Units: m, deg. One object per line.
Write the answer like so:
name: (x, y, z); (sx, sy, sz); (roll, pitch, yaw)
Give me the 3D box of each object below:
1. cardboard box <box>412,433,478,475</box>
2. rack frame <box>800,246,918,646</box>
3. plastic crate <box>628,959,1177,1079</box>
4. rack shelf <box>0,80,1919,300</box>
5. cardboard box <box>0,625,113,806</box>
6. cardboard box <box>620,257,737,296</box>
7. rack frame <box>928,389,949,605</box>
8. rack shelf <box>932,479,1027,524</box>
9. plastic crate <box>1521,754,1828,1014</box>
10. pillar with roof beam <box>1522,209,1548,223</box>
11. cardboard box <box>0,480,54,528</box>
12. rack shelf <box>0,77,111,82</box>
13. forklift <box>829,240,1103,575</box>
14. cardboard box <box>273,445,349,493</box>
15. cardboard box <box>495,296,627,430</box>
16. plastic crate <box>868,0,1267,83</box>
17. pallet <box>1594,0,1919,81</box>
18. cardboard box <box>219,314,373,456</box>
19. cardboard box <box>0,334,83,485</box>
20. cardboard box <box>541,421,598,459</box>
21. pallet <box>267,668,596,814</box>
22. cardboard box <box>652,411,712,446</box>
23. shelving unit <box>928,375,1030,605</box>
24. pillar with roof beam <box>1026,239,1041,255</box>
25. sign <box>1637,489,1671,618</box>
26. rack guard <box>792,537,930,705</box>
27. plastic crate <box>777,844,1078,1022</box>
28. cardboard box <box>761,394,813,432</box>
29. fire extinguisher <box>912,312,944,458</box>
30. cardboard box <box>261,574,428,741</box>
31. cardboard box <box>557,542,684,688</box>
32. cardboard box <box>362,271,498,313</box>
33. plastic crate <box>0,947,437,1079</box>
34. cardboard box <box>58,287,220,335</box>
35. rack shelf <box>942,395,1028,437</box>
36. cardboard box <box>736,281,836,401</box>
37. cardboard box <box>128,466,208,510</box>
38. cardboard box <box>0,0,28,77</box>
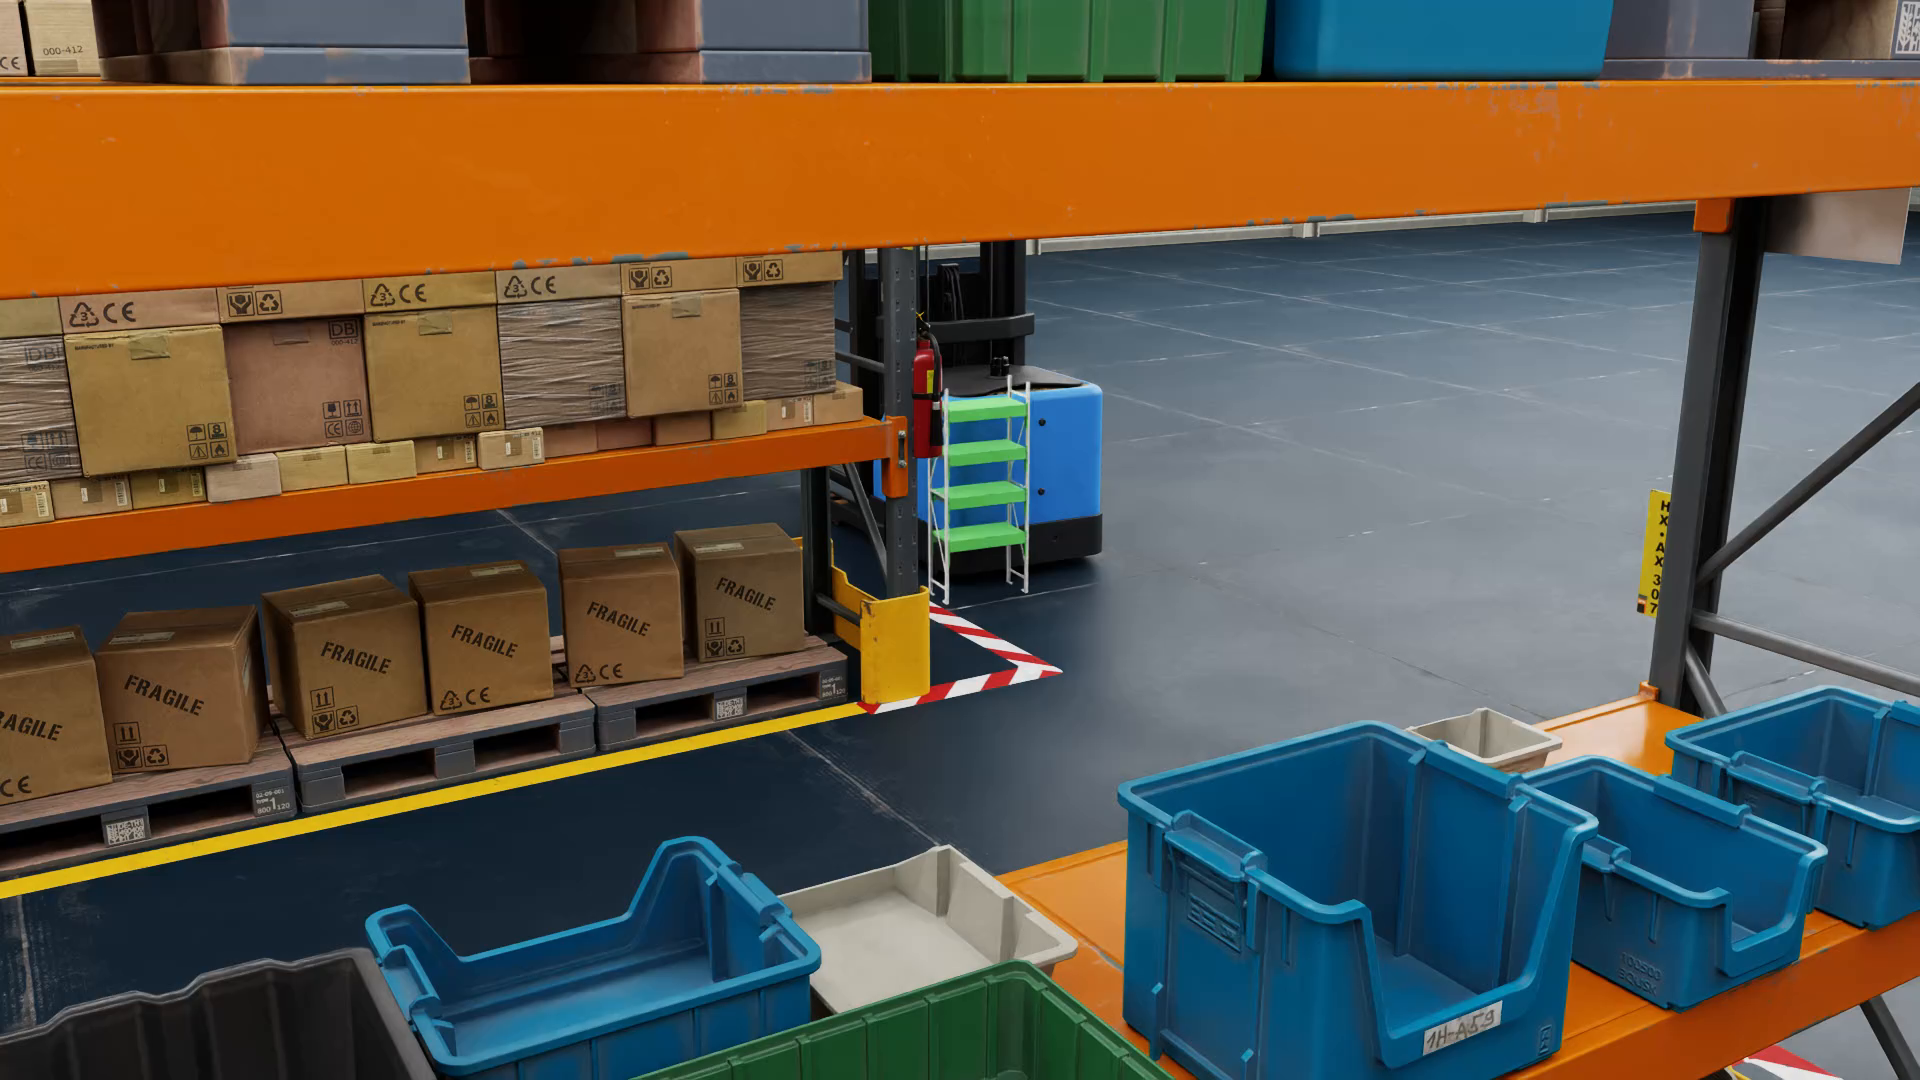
cardboard box: (-2.121, -0.385, 6.692); (0.250, 0.149, 0.380); (-9, 18, -30)
rack frame: (-0.501, -0.845, 7.867); (0.127, 3.000, 1.000); (-9, 18, -30)
plastic crate: (-0.070, 0.836, 2.264); (0.662, 0.188, 0.450); (-9, 18, -30)
rack shelf: (0.335, -0.519, 2.479); (4.000, 0.370, 1.077); (-9, 18, -30)
cardboard box: (-3.566, 0.666, 6.329); (0.500, 0.500, 0.500); (-10, 18, -31)
cardboard box: (-1.271, -1.313, 6.949); (0.500, 0.500, 0.500); (-9, 18, -30)
rack frame: (-0.118, -0.251, 9.082); (0.015, 1.200, 0.240); (-7, 17, -24)
rack shelf: (0.103, -0.217, 9.199); (0.480, 0.148, 0.258); (-7, 17, -24)
plastic crate: (1.215, 0.600, 2.986); (0.408, 0.251, 0.499); (-9, 18, -30)
pillar with roof beam: (13.564, -9.626, 28.078); (0.400, 9.000, 9.100); (-9, 18, -30)
cardboard box: (-3.370, -0.160, 5.889); (0.250, 0.149, 0.380); (-9, 18, -30)
rack shelf: (-2.216, -1.665, 6.567); (4.000, 0.370, 1.077); (-9, 18, -30)
forklift: (-0.295, -1.560, 10.545); (1.130, 2.935, 3.031); (-8, 18, -27)
cardboard box: (-2.532, -0.308, 6.416); (0.250, 0.149, 0.380); (-9, 18, -30)
cardboard box: (-1.804, -0.810, 7.004); (0.500, 0.500, 0.875); (-9, 18, -30)
plastic crate: (0.114, -0.642, 1.977); (0.450, 0.188, 0.336); (-9, 18, -30)
pallet: (1.290, -0.960, 3.070); (1.213, 0.211, 1.003); (-9, 18, -30)
cardboard box: (-2.689, -0.683, 6.552); (0.500, 0.500, 0.875); (-9, 18, -30)
cardboard box: (-3.512, -0.529, 6.002); (0.500, 0.500, 0.875); (-9, 18, -30)
cardboard box: (-1.702, -0.459, 6.956); (0.250, 0.149, 0.380); (-9, 18, -30)
pallet: (-2.326, 0.781, 7.231); (1.213, 0.211, 1.003); (-9, 18, -30)
cardboard box: (-1.264, -0.524, 7.188); (0.250, 0.149, 0.380); (-9, 18, -30)
shelving unit: (0.103, -0.279, 9.181); (0.503, 1.200, 0.258); (-7, 17, -24)
pillar with roof beam: (3.278, -7.958, 22.128); (0.400, 9.000, 9.100); (-9, 18, -30)
sign: (1.770, 0.040, 4.198); (0.005, 0.325, 0.100); (-9, 18, -30)
rack guard: (-0.566, 0.369, 8.167); (0.348, 0.500, 1.175); (-9, 18, -30)
plastic crate: (-0.118, 0.700, 2.845); (0.437, 0.136, 0.530); (-9, 18, -30)
cardboard box: (-0.854, -0.602, 7.466); (0.250, 0.149, 0.380); (-9, 18, -30)
fire extinguisher: (-0.166, -0.717, 7.554); (0.183, 0.674, 0.296); (-9, 18, -30)
cardboard box: (-2.588, 0.480, 6.992); (0.500, 0.500, 0.500); (-11, 19, -35)
cardboard box: (-1.540, 0.330, 7.527); (0.500, 0.500, 0.500); (-4, 16, -15)
cardboard box: (-2.134, -1.177, 6.462); (0.500, 0.500, 0.500); (-9, 18, -30)
plastic crate: (-0.865, 0.844, 1.958); (0.504, 0.338, 0.767); (-9, 18, -30)
cardboard box: (-2.985, -1.035, 5.957); (0.500, 0.500, 0.500); (-9, 18, -30)
rack shelf: (0.103, -0.679, 9.069); (0.480, 0.148, 0.258); (-7, 17, -24)
cardboard box: (-0.987, -0.966, 7.563); (0.500, 0.500, 0.875); (-9, 18, -30)
cardboard box: (-2.960, -0.238, 6.167); (0.250, 0.149, 0.380); (-9, 18, -30)
cardboard box: (-3.412, -1.664, 5.510); (0.500, 0.250, 0.500); (-10, 19, -32)
